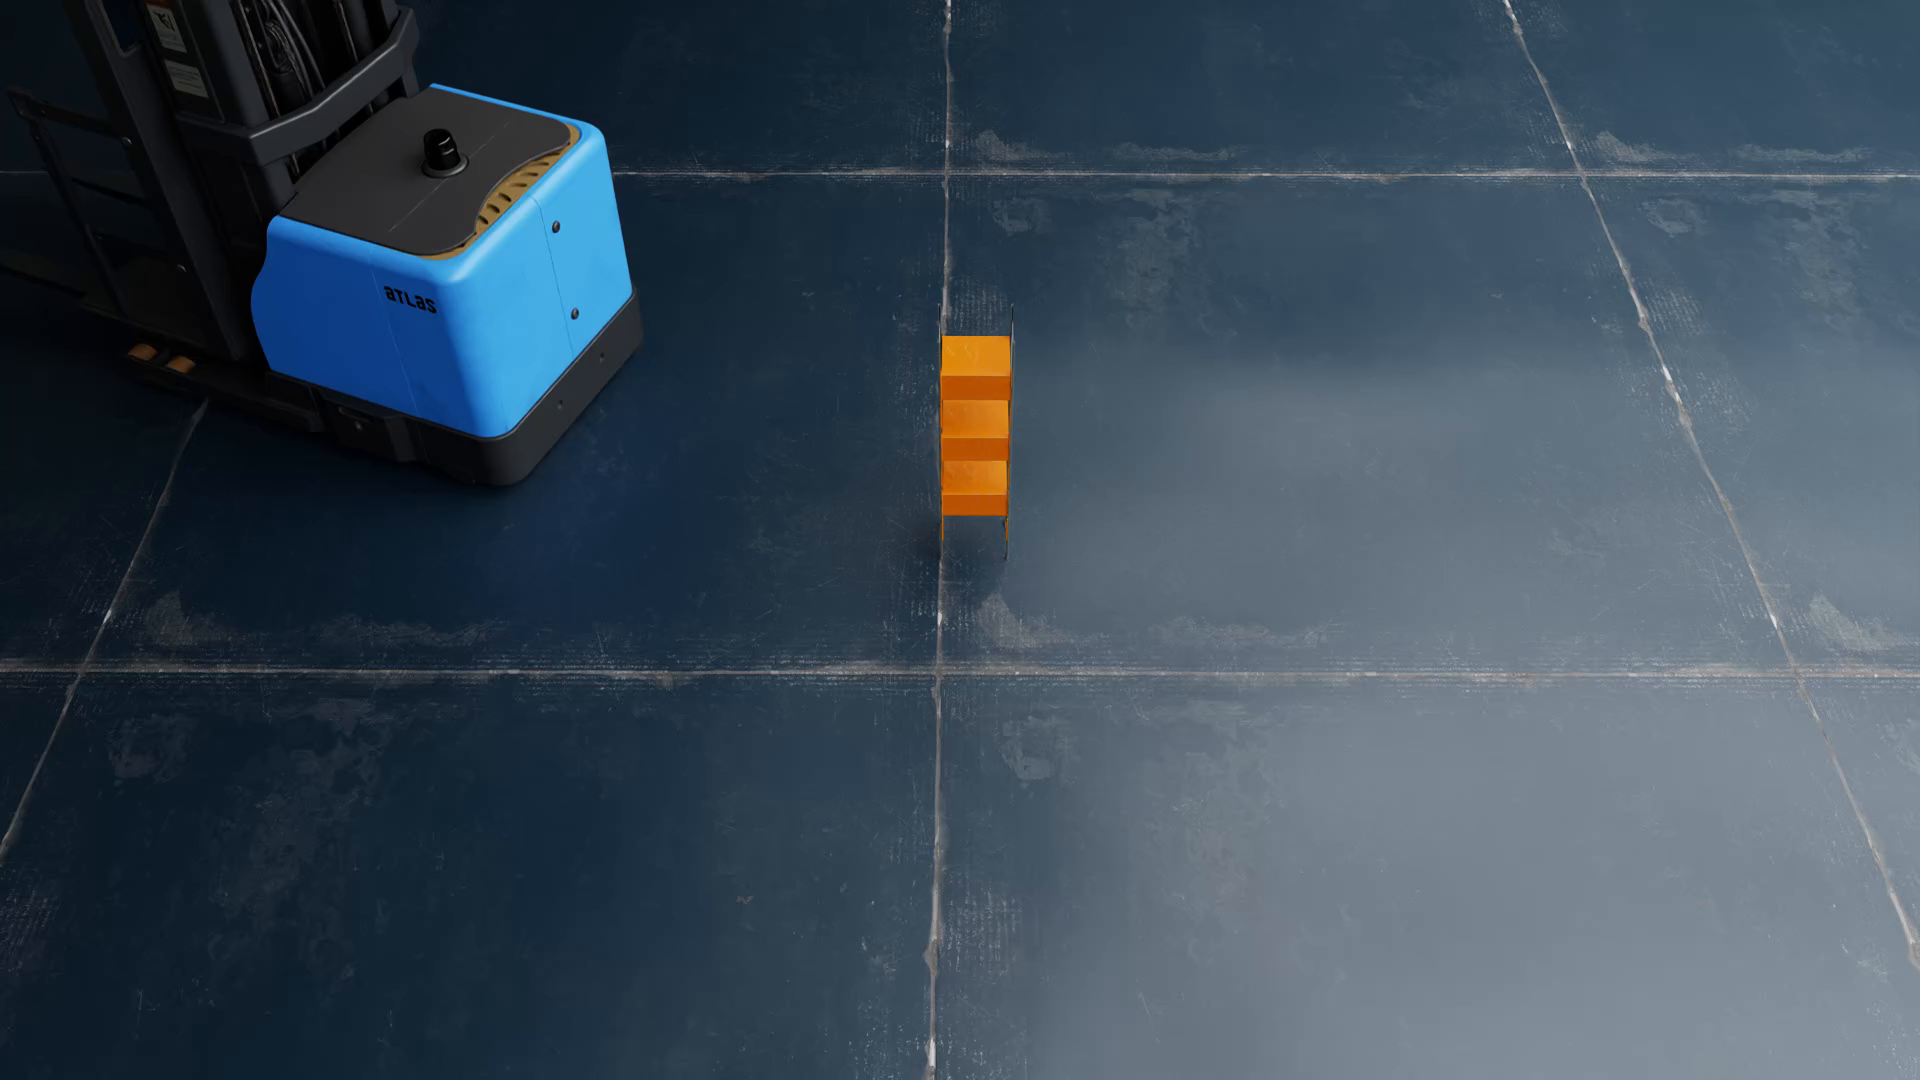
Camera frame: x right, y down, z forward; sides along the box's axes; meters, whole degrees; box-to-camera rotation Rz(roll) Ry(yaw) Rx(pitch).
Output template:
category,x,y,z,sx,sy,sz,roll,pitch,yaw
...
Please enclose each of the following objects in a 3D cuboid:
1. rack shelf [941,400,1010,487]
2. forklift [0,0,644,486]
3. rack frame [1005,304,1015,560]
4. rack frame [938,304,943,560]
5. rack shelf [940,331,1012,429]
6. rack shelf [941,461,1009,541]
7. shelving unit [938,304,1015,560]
category,x,y,z,sx,sy,sz,roll,pitch,yaw
rack shelf,0.053,-0.350,5.873,0.240,0.259,0.215,0,47,0
forklift,-2.884,-1.921,6.036,3.031,2.935,1.130,17,49,16
rack frame,0.175,-0.357,5.865,0.008,1.050,0.200,0,47,0
rack frame,-0.069,-0.358,5.866,0.008,1.050,0.200,0,47,0
rack shelf,0.053,-0.544,5.666,0.240,0.259,0.215,0,47,0
rack shelf,0.054,-0.161,6.077,0.240,0.259,0.215,0,47,0
shelving unit,0.053,-0.358,5.866,0.252,1.050,0.215,0,47,0
